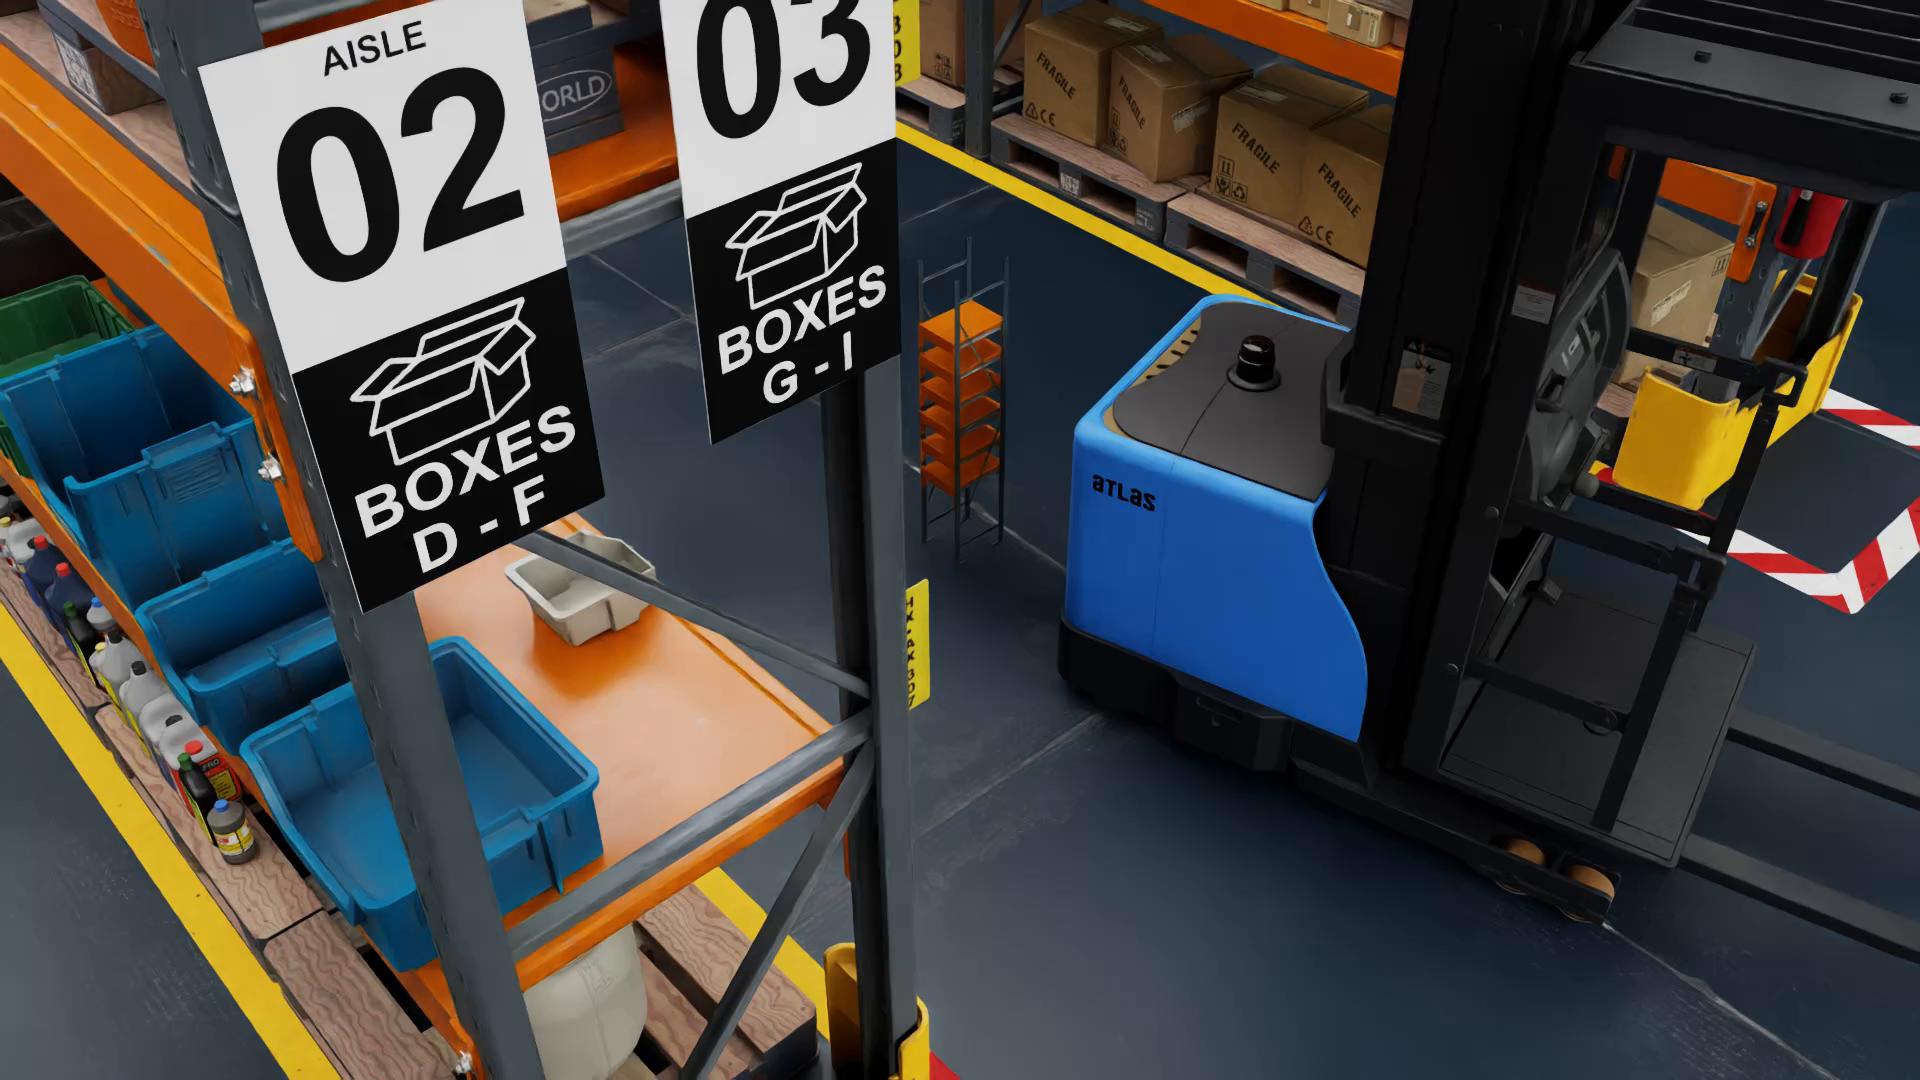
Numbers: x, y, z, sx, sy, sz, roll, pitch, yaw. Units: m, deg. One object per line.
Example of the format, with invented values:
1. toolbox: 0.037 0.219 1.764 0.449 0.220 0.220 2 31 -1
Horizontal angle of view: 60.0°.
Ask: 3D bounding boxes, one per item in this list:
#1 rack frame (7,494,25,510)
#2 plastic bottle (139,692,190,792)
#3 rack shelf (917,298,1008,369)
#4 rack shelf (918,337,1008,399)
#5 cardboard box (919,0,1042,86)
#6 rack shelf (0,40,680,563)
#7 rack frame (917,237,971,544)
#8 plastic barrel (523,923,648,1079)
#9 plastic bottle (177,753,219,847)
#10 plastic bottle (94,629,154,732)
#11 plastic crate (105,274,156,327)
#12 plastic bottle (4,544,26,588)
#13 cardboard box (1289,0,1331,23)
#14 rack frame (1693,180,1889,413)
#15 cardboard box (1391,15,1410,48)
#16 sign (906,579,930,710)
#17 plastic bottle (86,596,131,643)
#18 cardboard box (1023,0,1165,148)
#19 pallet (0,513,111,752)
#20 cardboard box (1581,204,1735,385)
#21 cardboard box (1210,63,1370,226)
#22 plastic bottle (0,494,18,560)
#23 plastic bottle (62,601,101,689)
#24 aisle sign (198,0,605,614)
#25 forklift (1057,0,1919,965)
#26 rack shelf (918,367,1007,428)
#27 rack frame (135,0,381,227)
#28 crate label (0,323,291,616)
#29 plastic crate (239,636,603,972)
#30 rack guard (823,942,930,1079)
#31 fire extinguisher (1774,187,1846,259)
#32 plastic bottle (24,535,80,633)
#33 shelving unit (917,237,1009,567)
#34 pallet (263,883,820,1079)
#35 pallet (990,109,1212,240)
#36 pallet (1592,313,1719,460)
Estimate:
1. rack frame: -3.215 -1.288 5.457 1.000 3.000 0.127 -30 48 -32
2. plastic bottle: -2.318 0.596 4.943 0.152 0.276 0.135 -31 48 -33
3. rack shelf: 0.010 -0.706 5.666 0.258 0.103 0.180 -30 48 -32
4. rack shelf: 0.010 -0.612 5.742 0.258 0.103 0.180 -30 48 -32
5. cardboard box: 0.034 -2.885 9.074 0.500 0.500 0.700 30 48 32
6. rack shelf: -1.862 -1.249 3.595 1.077 0.370 4.000 -30 48 -32
7. rack frame: -0.052 -0.502 5.917 0.240 1.200 0.006 -30 48 -32
8. plastic barrel: -1.011 1.096 4.152 0.421 0.512 0.421 0 39 0
9. plastic bottle: -2.167 0.739 4.759 0.061 0.283 0.133 -29 47 -31
10. plastic bottle: -2.559 0.406 5.119 0.144 0.351 0.185 -30 48 -32
11. plastic crate: -2.266 -0.833 5.013 0.499 0.251 0.616 -30 48 -32
12. plastic bottle: -3.184 0.058 5.668 0.097 0.201 0.097 0 39 0
13. cardboard box: 1.584 -2.283 6.889 0.380 0.149 0.250 -30 48 -32
14. rack frame: 3.139 -1.541 5.771 1.000 3.000 0.127 -30 48 -32
15. cardboard box: 1.937 -2.059 6.612 0.380 0.149 0.250 -30 48 -32
16. sign: -0.101 0.224 3.365 0.100 0.325 0.005 -30 48 -32
17. plastic bottle: -2.720 0.292 5.322 0.097 0.271 0.097 0 39 0
18. cardboard box: 0.675 -2.381 8.466 0.500 0.500 0.500 -32 48 -33
19. pallet: -2.791 0.126 5.926 1.003 0.211 1.213 -30 48 -32
20. cardboard box: 2.729 -1.028 6.791 0.500 0.500 0.500 -21 44 -24
21. cardboard box: 1.545 -1.866 7.828 0.500 0.500 0.500 30 48 32
22. plastic bottle: -3.322 -0.064 5.763 0.097 0.271 0.097 0 39 0
23. plastic bottle: -2.766 0.329 5.267 0.061 0.283 0.133 -28 47 -30
24. aisle sign: -0.679 -0.288 2.151 0.394 0.787 0.004 -30 48 -32
25. forklift: 1.848 -0.407 4.421 3.031 2.935 1.130 22 44 25
26. rack shelf: 0.010 -0.519 5.817 0.258 0.103 0.180 -30 48 -32
27. rack frame: -0.509 -1.770 1.280 1.000 3.000 0.127 -30 48 -32
28. crate label: -1.953 -0.187 4.066 0.502 0.435 0.616 -30 48 -32
29. plastic crate: -1.068 0.517 3.341 0.499 0.251 0.616 -30 48 -32
30. rack guard: -0.595 1.521 3.969 1.175 0.500 0.348 -30 48 -32
31. fire extinguisher: 2.877 -1.262 5.487 0.296 0.674 0.183 -30 48 -32
32. plastic bottle: -2.974 0.122 5.470 0.144 0.351 0.185 -29 47 -31
33. shelving unit: 0.010 -0.460 5.865 0.258 1.200 0.189 -30 48 -32
34. pallet: -1.141 1.255 4.528 1.003 0.211 1.213 -30 48 -32
35. pallet: 0.914 -2.012 8.573 1.003 0.211 1.213 -30 48 -32
36. pallet: 2.564 -0.883 7.175 1.003 0.211 1.213 -30 48 -32
